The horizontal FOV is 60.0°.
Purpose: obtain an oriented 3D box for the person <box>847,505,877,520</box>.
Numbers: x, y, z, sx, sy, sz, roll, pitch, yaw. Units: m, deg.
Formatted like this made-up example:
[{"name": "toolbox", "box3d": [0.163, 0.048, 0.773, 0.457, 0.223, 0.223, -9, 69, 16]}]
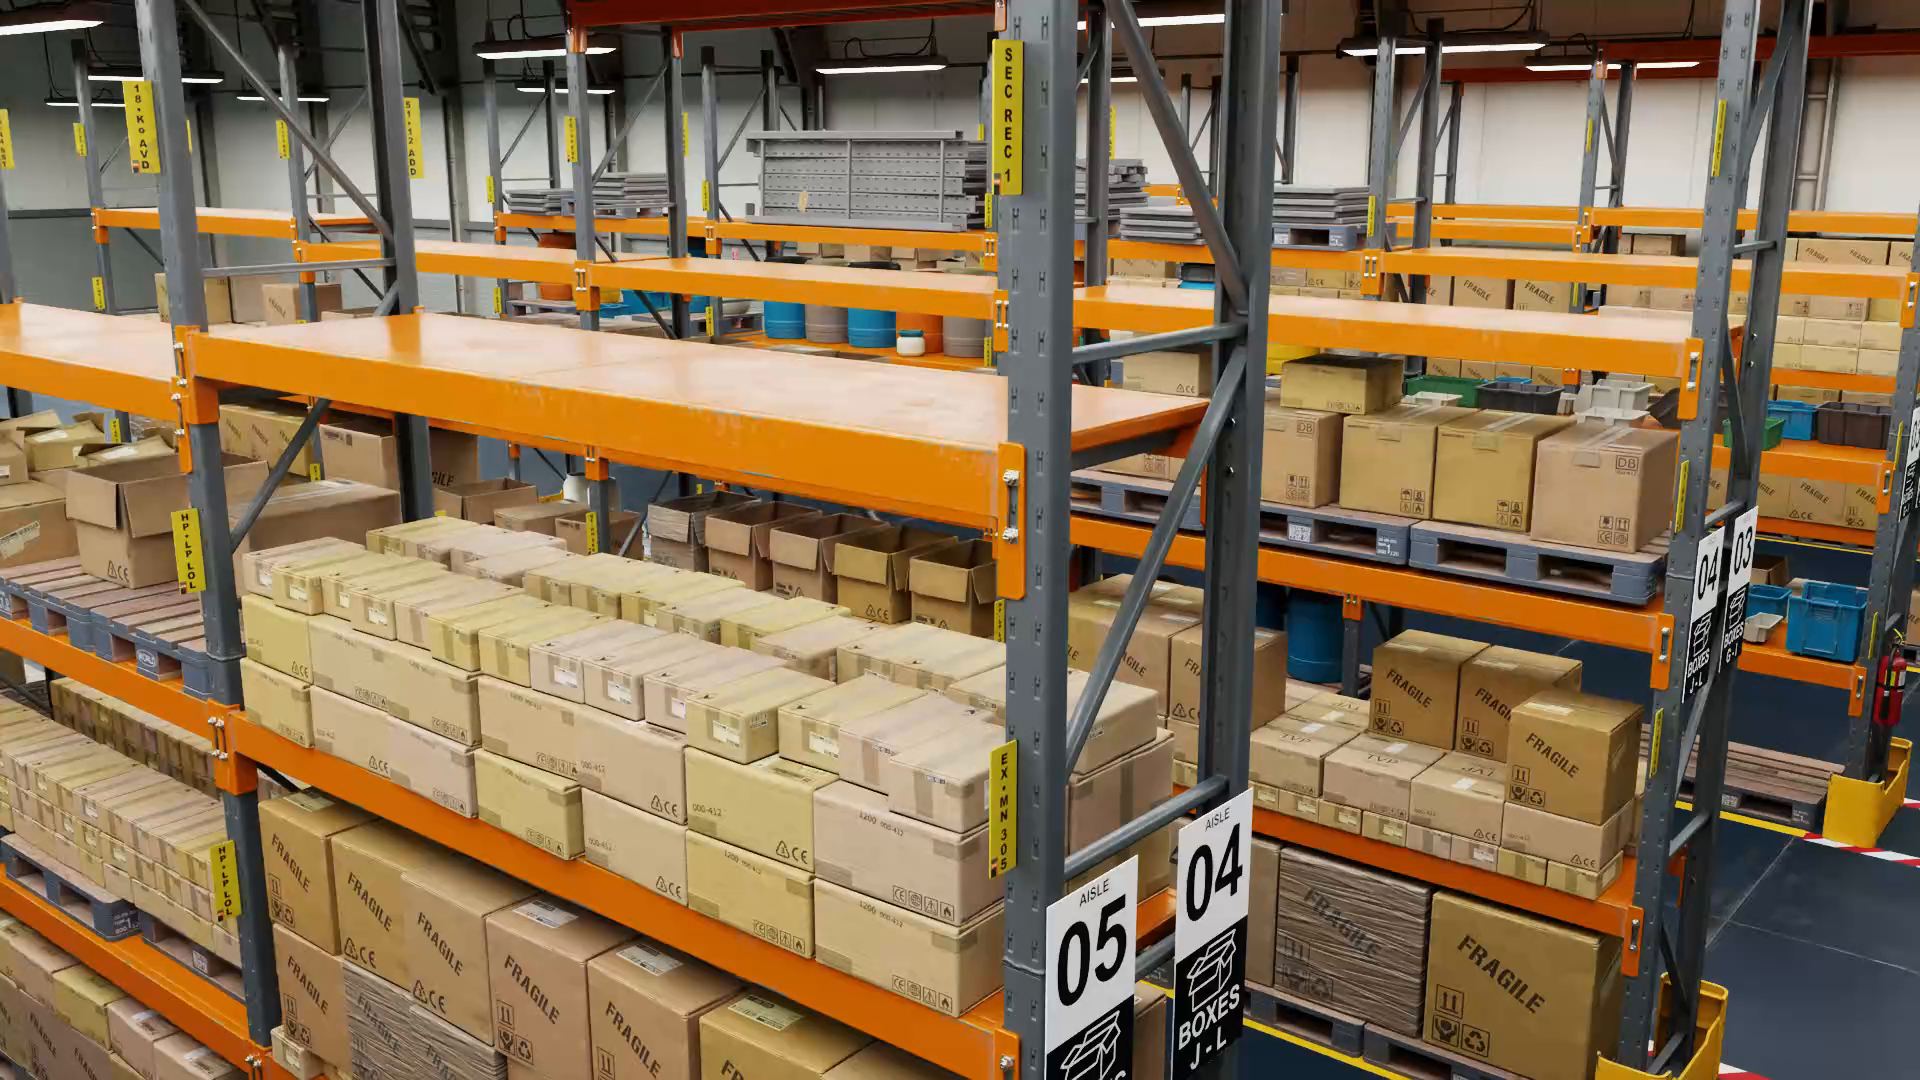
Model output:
[{"name": "person", "box3d": [-1.223, -0.661, 20.659, 0.410, 1.583, 0.614, -9, 16, -32]}]
